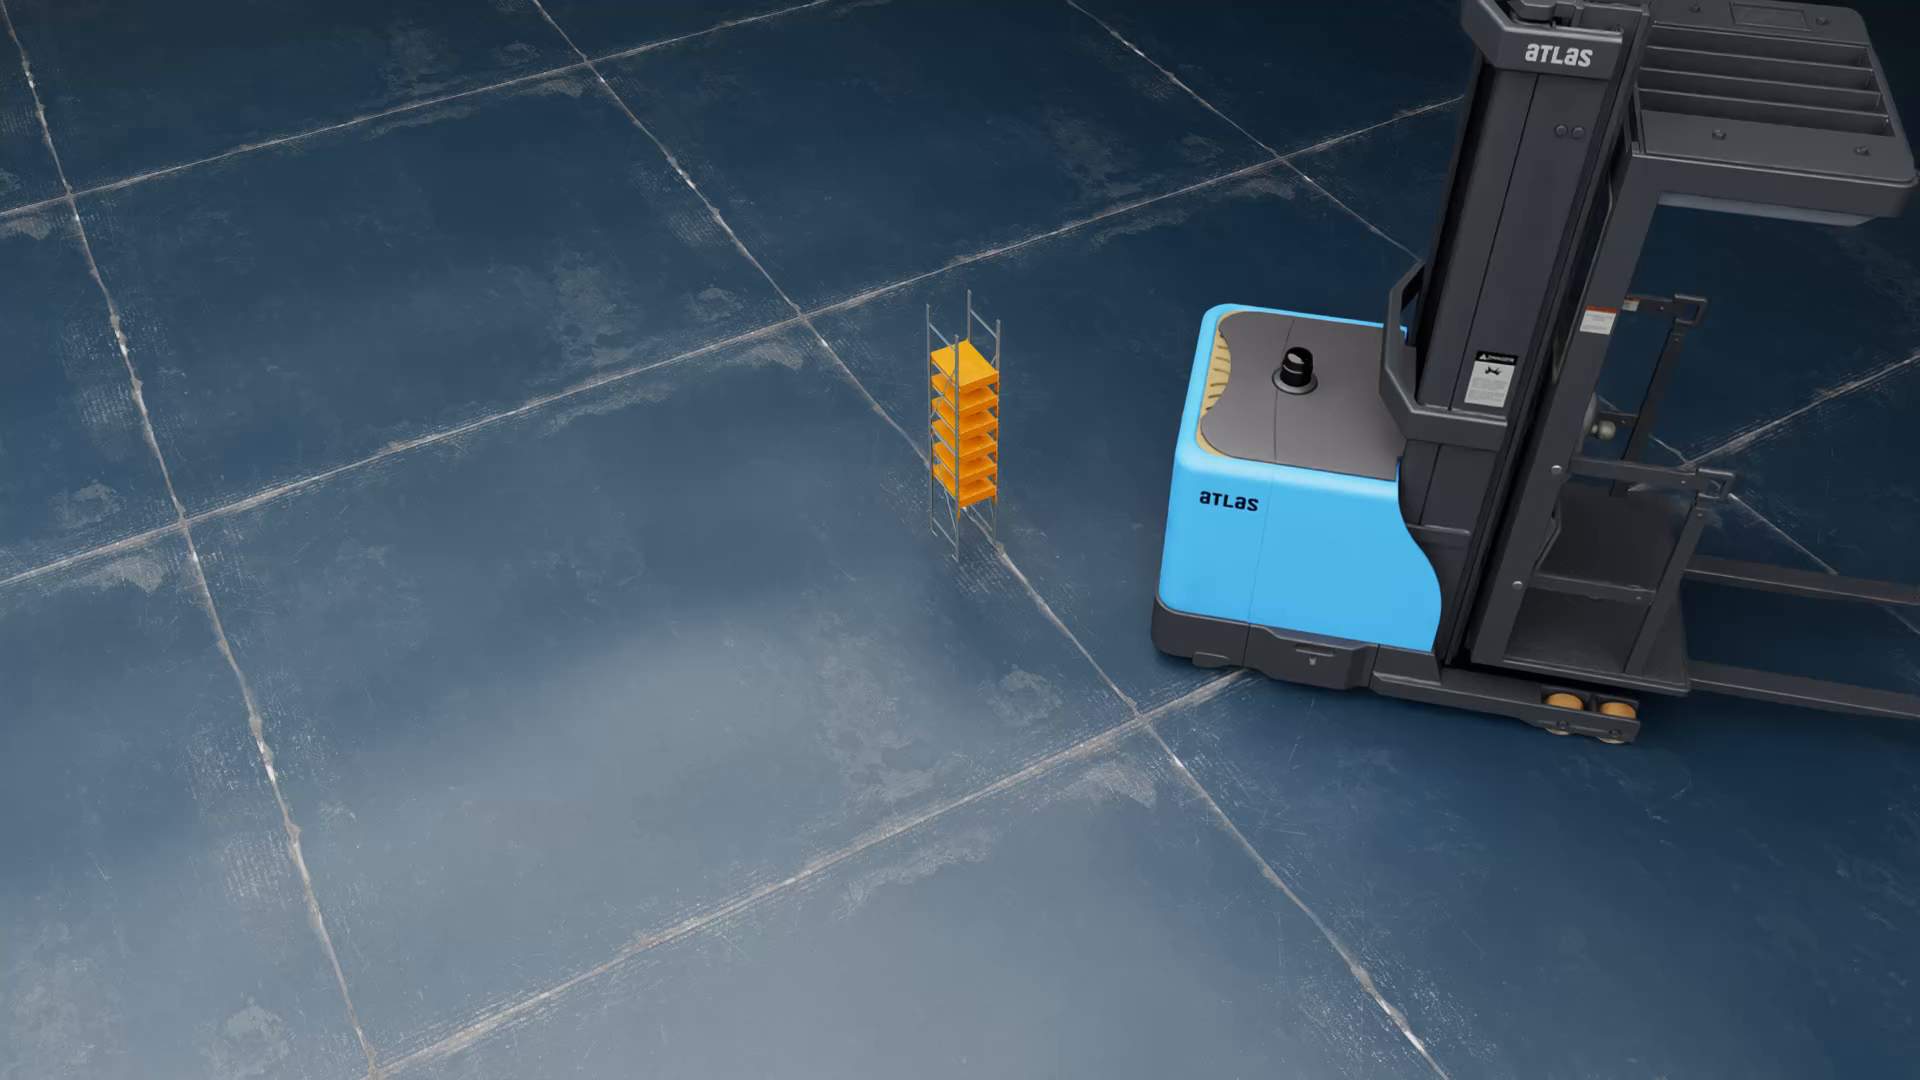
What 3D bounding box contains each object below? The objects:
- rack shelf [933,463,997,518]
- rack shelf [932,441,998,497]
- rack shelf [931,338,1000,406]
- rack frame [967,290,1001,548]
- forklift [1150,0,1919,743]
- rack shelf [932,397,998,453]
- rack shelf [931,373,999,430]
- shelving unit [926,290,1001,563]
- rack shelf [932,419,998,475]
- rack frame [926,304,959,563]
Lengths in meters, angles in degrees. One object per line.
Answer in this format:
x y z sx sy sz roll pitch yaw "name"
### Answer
0.013 -0.231 6.965 0.180 0.103 0.258 -22 48 -21 "rack shelf"
0.013 -0.318 6.881 0.180 0.103 0.258 -22 48 -21 "rack shelf"
0.013 -0.662 6.547 0.180 0.103 0.258 -22 48 -21 "rack shelf"
0.092 -0.467 6.799 0.006 1.200 0.240 -22 48 -21 "rack frame"
2.337 -0.681 5.777 3.031 2.935 1.130 9 45 9 "forklift"
0.013 -0.490 6.714 0.180 0.103 0.258 -22 48 -21 "rack shelf"
0.013 -0.576 6.631 0.180 0.103 0.258 -22 48 -21 "rack shelf"
0.013 -0.436 6.767 0.189 1.200 0.258 -22 48 -21 "shelving unit"
0.013 -0.404 6.798 0.180 0.103 0.258 -22 48 -21 "rack shelf"
-0.067 -0.404 6.734 0.006 1.200 0.240 -22 48 -21 "rack frame"
